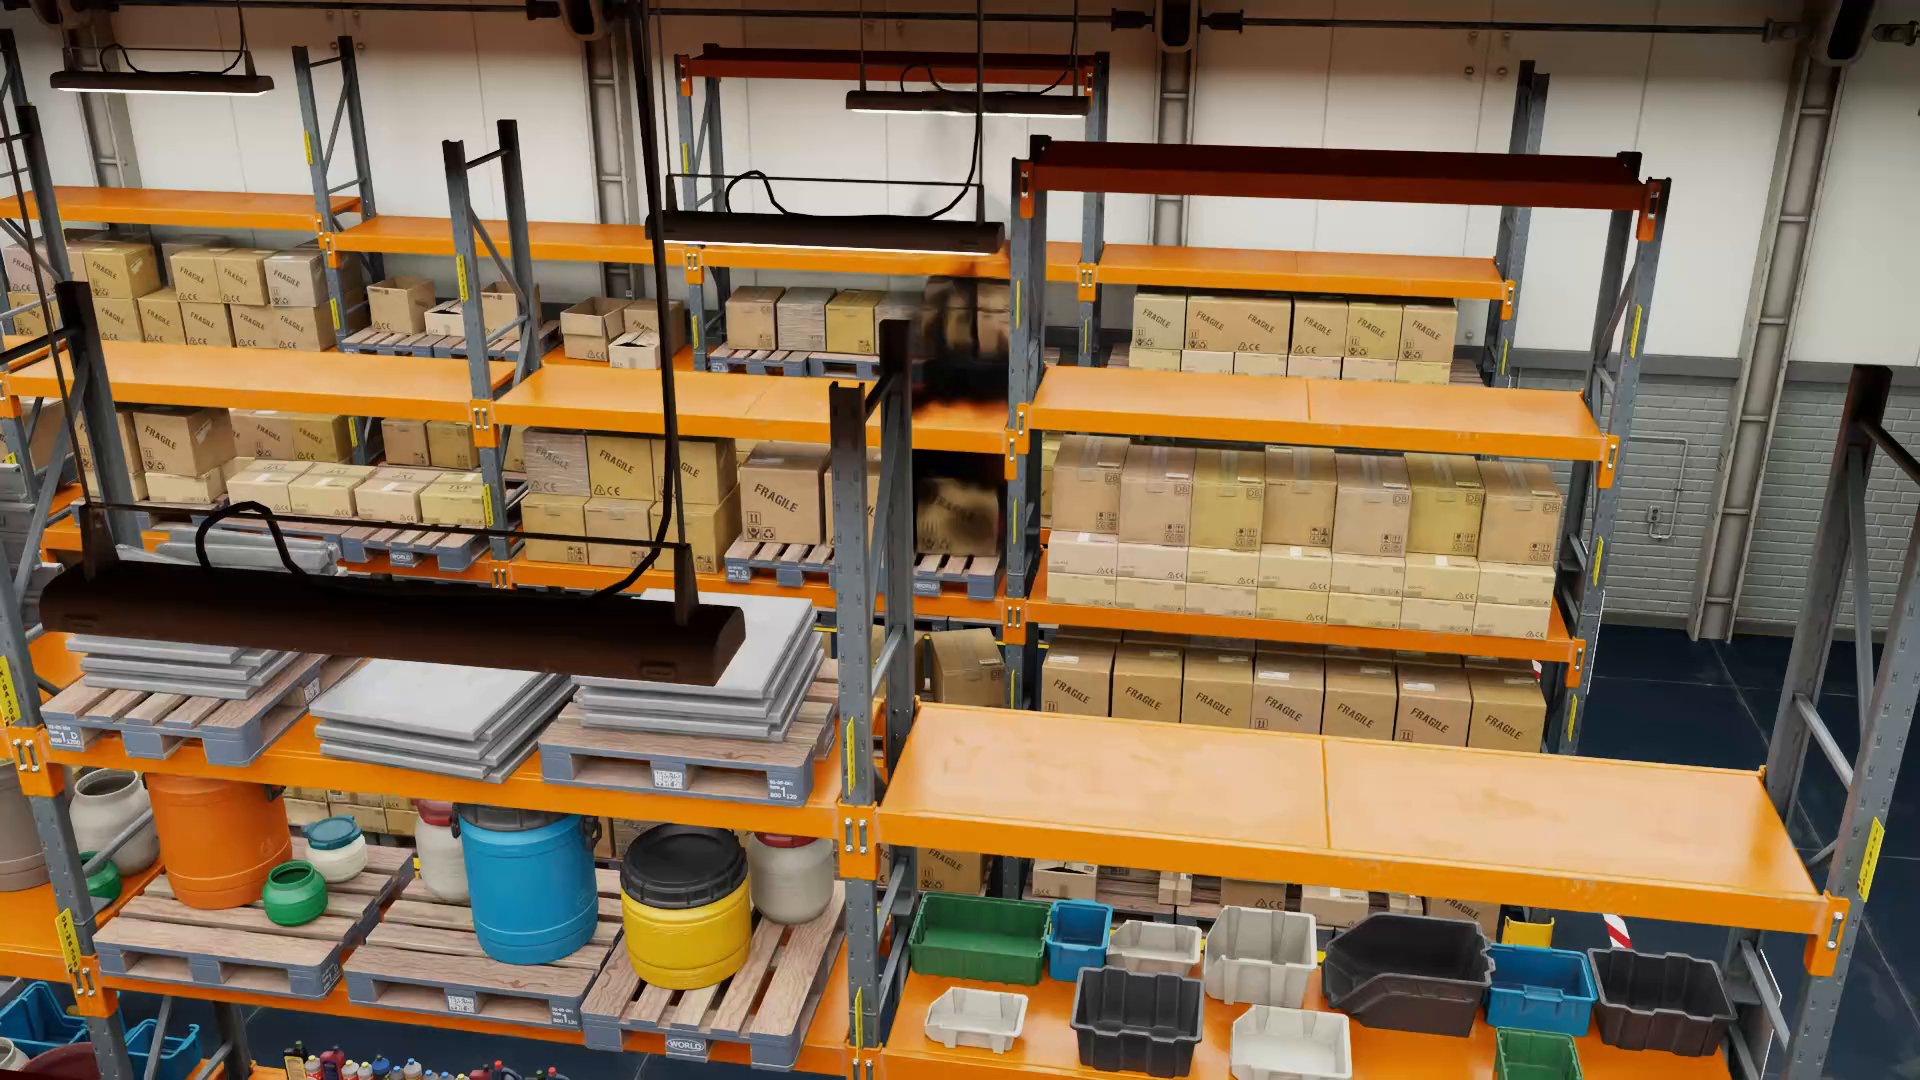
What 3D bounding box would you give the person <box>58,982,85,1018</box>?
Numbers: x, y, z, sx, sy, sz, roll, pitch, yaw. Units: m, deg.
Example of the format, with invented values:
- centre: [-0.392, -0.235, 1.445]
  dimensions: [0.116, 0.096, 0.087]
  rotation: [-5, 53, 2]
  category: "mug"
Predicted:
- centre: [-6.505, 2.664, 11.867]
  dimensions: [0.596, 1.723, 0.692]
  rotation: [0, 23, 1]
  category: "person"
